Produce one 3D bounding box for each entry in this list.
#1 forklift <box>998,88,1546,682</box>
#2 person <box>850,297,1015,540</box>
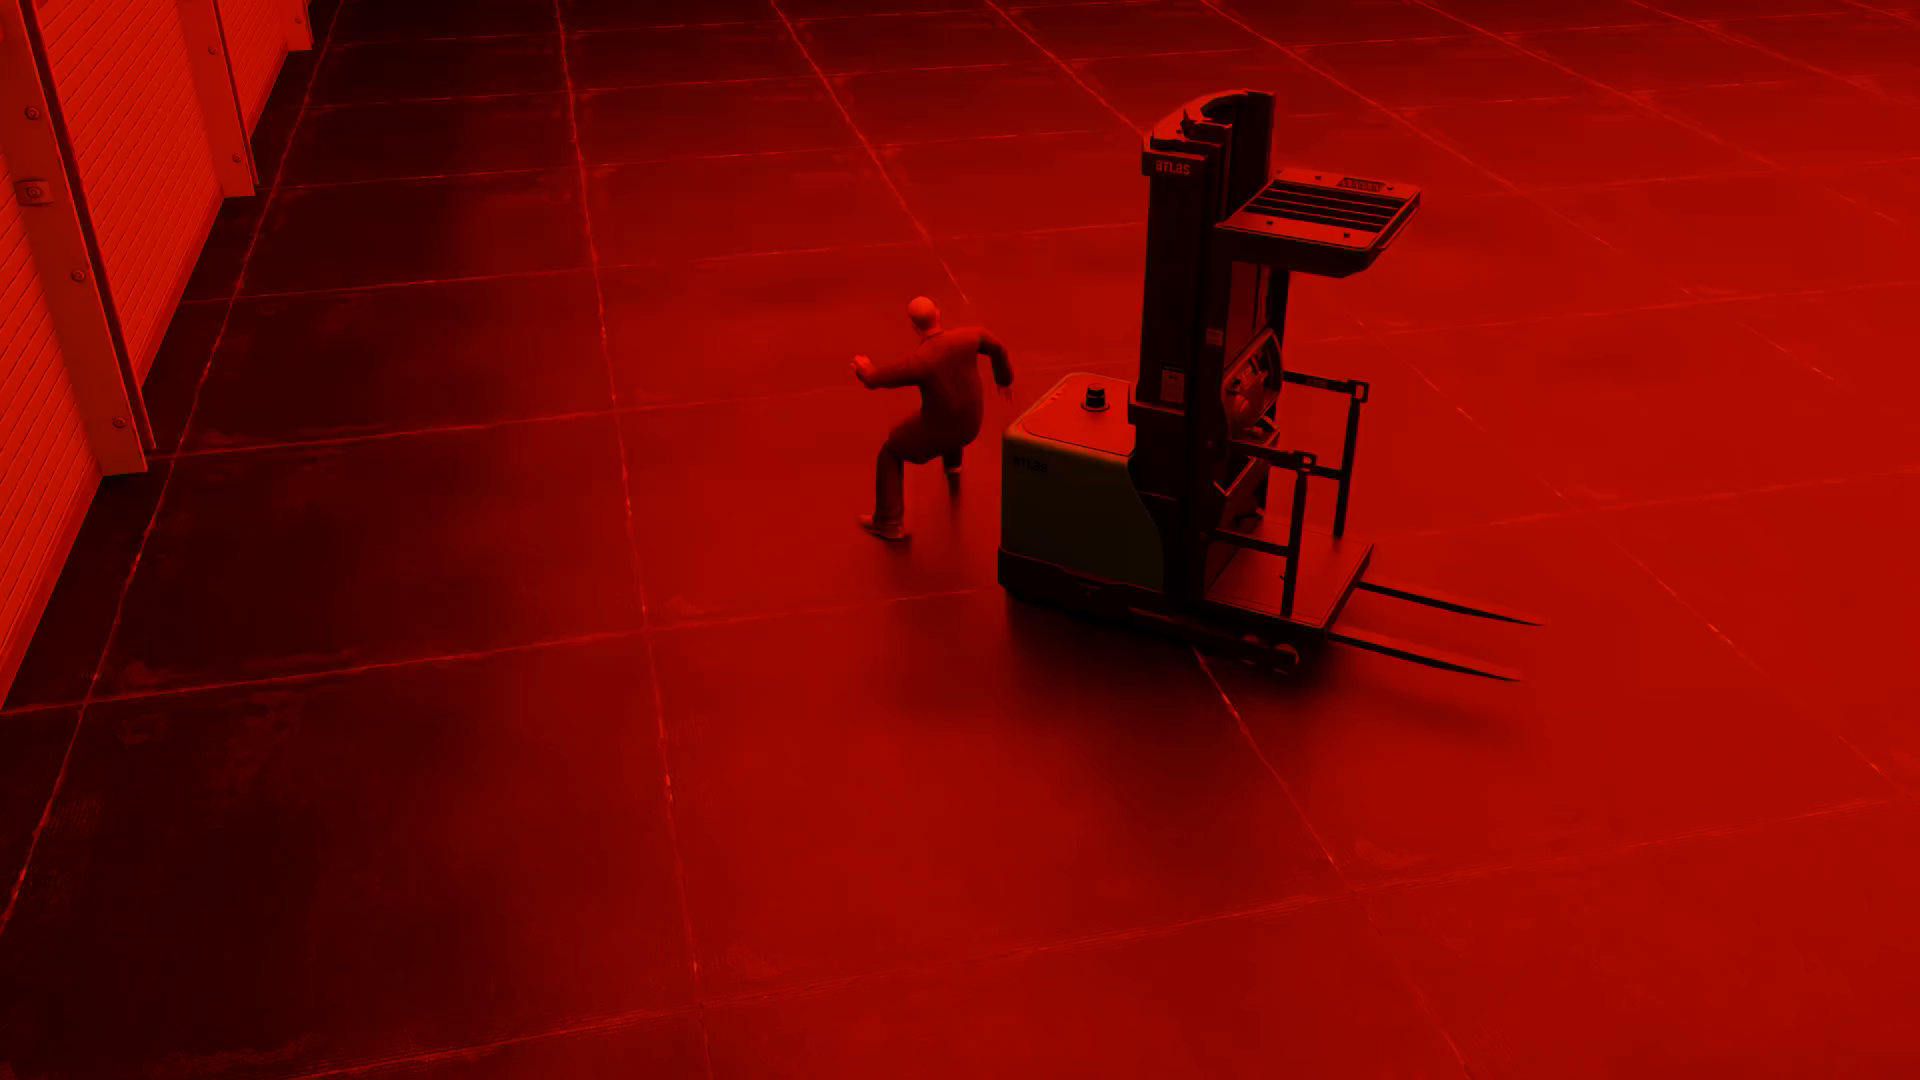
[{"bbox_3d":[1.774,-0.830,9.008,3.031,2.935,1.130,15,33,24],"label":"forklift"},{"bbox_3d":[-0.226,-0.914,10.582,1.057,1.540,1.005,-11,32,-18],"label":"person"}]
